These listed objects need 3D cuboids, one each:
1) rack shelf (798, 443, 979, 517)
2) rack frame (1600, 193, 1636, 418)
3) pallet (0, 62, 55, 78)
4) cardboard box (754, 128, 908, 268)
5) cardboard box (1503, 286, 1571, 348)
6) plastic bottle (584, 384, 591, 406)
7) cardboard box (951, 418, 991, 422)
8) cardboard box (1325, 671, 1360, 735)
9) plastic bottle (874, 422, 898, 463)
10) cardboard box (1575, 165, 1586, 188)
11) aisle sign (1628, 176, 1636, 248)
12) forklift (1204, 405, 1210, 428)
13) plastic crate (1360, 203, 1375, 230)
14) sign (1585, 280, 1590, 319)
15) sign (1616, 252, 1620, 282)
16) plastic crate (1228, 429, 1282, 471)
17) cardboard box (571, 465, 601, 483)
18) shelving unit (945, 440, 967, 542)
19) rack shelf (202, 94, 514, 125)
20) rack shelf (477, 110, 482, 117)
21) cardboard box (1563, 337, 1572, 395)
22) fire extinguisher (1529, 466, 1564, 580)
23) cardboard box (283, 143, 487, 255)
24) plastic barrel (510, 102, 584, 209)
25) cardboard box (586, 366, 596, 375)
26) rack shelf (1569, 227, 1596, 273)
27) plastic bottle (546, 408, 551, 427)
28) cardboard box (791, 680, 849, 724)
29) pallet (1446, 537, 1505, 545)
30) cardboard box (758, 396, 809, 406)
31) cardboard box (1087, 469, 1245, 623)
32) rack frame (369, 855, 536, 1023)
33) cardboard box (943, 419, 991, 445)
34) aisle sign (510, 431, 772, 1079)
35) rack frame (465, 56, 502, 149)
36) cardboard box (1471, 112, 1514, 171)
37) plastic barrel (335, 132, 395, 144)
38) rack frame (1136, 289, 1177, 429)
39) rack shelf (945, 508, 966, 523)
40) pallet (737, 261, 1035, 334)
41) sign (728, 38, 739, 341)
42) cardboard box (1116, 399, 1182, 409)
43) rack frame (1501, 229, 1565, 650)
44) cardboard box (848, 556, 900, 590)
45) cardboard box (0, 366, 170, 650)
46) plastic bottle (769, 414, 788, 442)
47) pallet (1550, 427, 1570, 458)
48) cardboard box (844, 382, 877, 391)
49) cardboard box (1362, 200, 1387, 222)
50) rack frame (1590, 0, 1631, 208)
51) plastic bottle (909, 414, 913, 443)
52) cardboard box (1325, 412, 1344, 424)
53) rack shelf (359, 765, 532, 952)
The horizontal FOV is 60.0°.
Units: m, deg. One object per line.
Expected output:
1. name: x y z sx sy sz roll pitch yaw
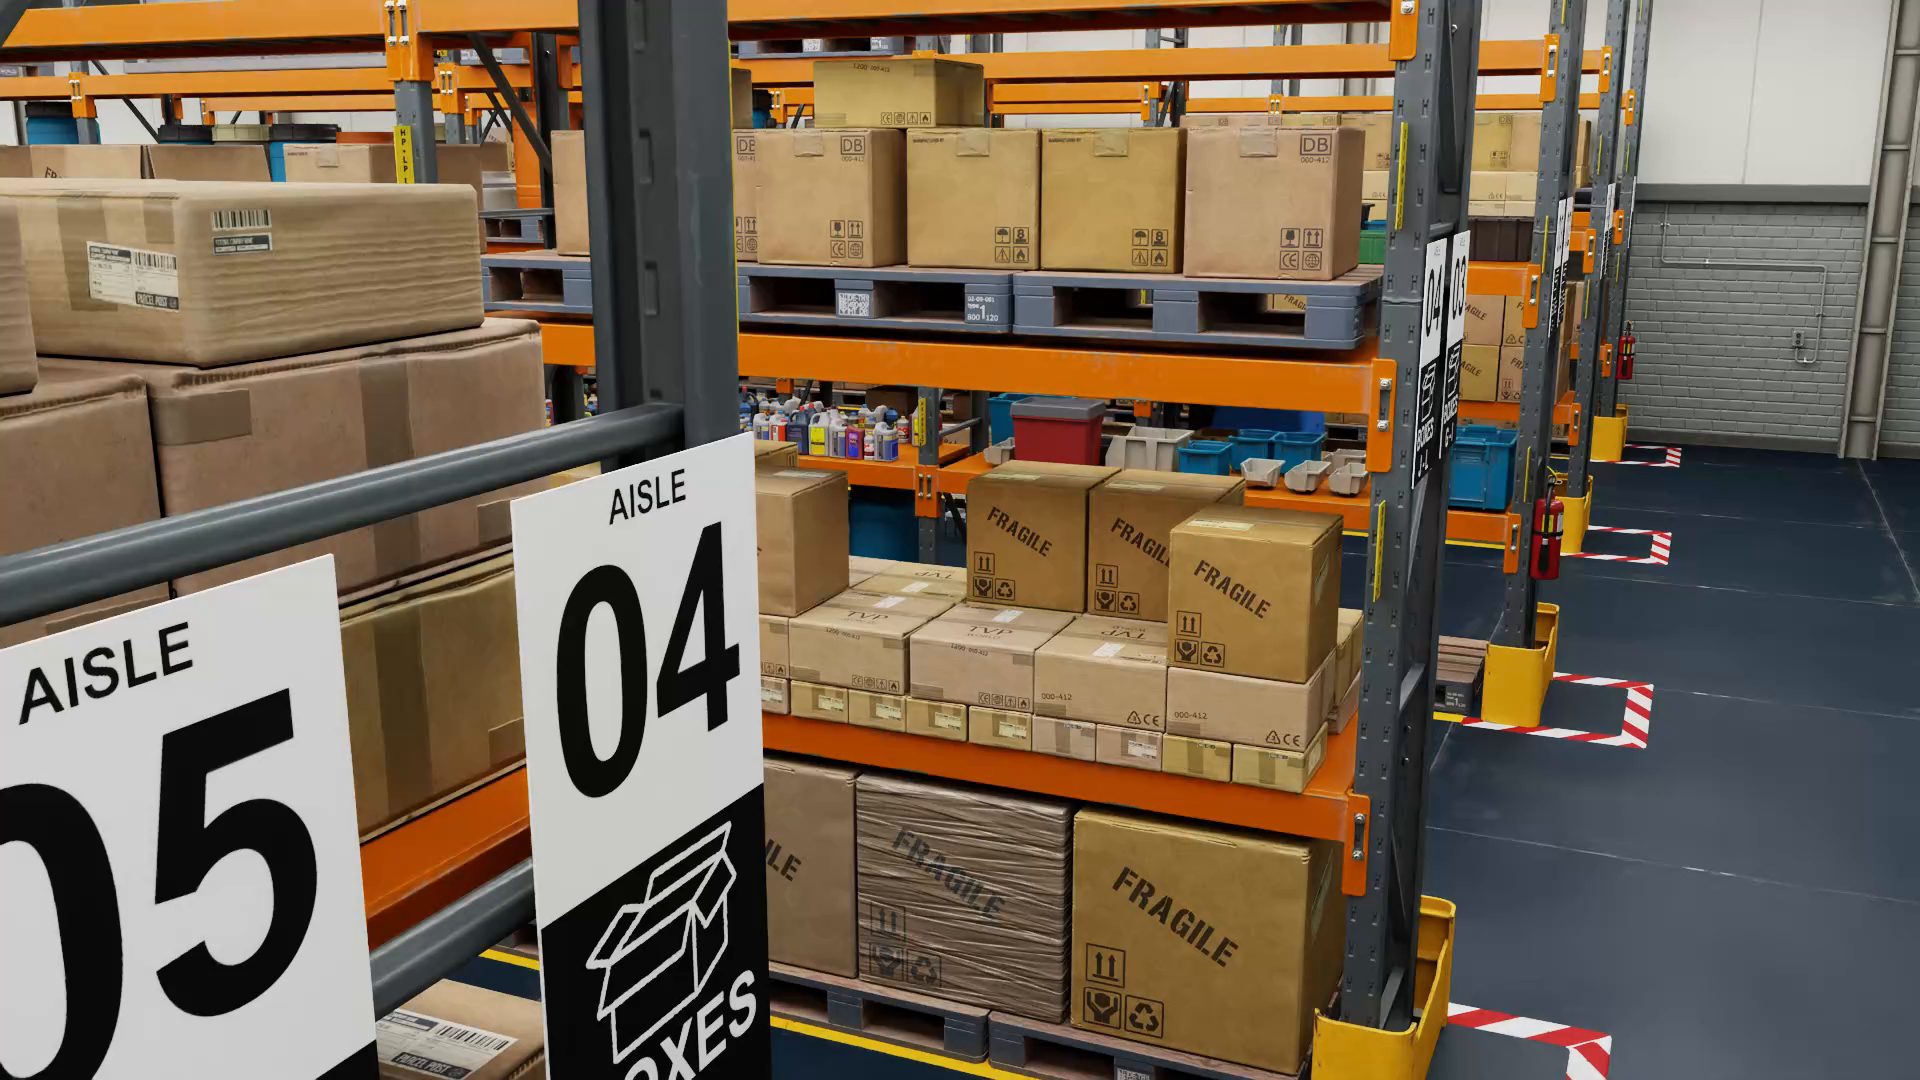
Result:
1. rack shelf: -1.866 -0.635 12.965 4.000 0.370 1.077 6 14 23
2. rack frame: 7.632 -2.499 19.335 0.127 3.000 1.000 6 14 23
3. pallet: -9.237 -4.357 15.411 1.213 0.211 1.003 6 14 23
4. cardboard box: -0.394 -1.339 6.468 0.500 0.500 0.700 6 15 26
5. cardboard box: 5.111 -1.984 14.729 0.500 0.500 0.500 6 14 23
6. plastic bottle: -3.152 -1.165 13.905 0.133 0.283 0.061 6 14 23
7. cardboard box: 0.220 -1.069 17.749 0.500 0.500 0.500 5 14 21
8. cardboard box: 1.422 0.625 6.570 0.250 0.149 0.380 6 14 24
9. plastic bottle: -0.529 -0.709 11.976 0.135 0.276 0.152 6 14 23
10. cardboard box: 6.855 -4.152 19.003 0.500 0.250 0.500 6 15 25
11. aisle sign: 7.576 -3.696 18.743 0.004 0.787 0.394 6 14 23
12. forklift: 1.589 -2.734 20.486 6.269 2.935 3.258 6 15 25
13. plastic crate: 2.334 -2.059 11.028 0.767 0.338 0.504 6 14 23
14. sign: 5.386 -2.068 14.270 0.005 0.325 0.100 6 14 23
15. sign: 7.400 -3.066 18.698 0.005 0.325 0.100 6 14 23
16. plastic crate: 2.049 -0.619 11.557 0.300 0.233 0.416 6 14 23
17. cardboard box: -1.262 -0.058 6.965 0.500 0.500 0.500 6 14 23
18. shelving unit: 0.007 -0.437 15.144 0.210 0.900 0.258 6 14 23
19. rack shelf: -7.171 -5.135 19.887 4.000 0.370 1.077 6 14 23
20. rack shelf: -5.168 -6.364 24.253 4.000 0.370 1.077 6 14 23
21. cardboard box: -0.454 -2.215 17.580 12.982 0.649 0.897 6 14 23
22. fire extinguisher: 3.573 -0.102 10.104 0.183 0.674 0.296 6 14 23
23. cardboard box: -2.578 -1.531 7.503 0.500 0.500 0.700 6 15 25
24. plastic barrel: -3.177 -2.991 13.005 0.708 0.830 0.600 6 14 23
25. cardboard box: -5.229 -2.763 24.968 0.500 0.500 0.700 5 14 20
26. rack shelf: 3.801 -2.759 15.452 4.000 0.370 1.077 6 14 23
27. plastic bottle: -3.246 -0.941 13.127 0.097 0.201 0.097 0 13 0
28. cardboard box: -0.482 0.597 6.688 0.250 0.149 0.380 5 14 22
29. pallet: -17.965 -4.455 21.102 48.037 5.999 7.867 6 14 23
30. cardboard box: -2.045 -1.453 18.749 0.500 0.311 0.500 6 15 25
31. cardboard box: 0.827 0.020 6.632 0.500 0.500 0.500 5 14 22
32. rack frame: -0.488 1.631 1.733 0.127 3.000 1.000 6 14 23
33. cardboard box: 0.032 -0.958 17.275 0.500 0.500 0.500 5 14 21
34. aisle sign: -0.300 0.310 1.674 0.004 0.787 0.394 6 14 23
35. rack frame: -5.342 -5.495 18.971 0.127 3.000 1.000 6 14 23
36. cardboard box: 4.730 -3.568 14.916 0.500 0.500 0.700 6 14 23
37. plastic barrel: -4.956 -3.022 14.054 0.708 0.830 0.600 6 14 23
38. rack frame: 1.972 -1.834 16.502 0.127 3.000 1.000 6 14 23
39. rack shelf: 0.007 -0.230 15.193 0.200 0.077 0.258 6 14 23
40. pallet: -0.189 -0.992 6.538 1.213 0.211 1.003 6 14 23
41. sign: -0.268 -0.368 1.773 0.005 0.325 0.100 6 14 23
42. cardboard box: 2.514 -2.142 21.598 0.750 0.750 0.750 6 15 25
43. rack frame: 3.619 -0.430 10.517 0.127 3.000 1.000 6 14 23
44. cardboard box: -0.593 0.243 7.325 0.500 0.250 0.500 6 15 24
45. cardboard box: -1.012 0.011 1.305 0.500 0.250 0.500 5 14 21
46. plastic bottle: -1.324 -0.789 12.319 0.135 0.276 0.152 6 14 23
47. pallet: 6.869 -1.199 19.899 1.213 0.211 1.003 6 14 23
48. cardboard box: -1.251 -2.405 23.440 0.500 0.500 0.700 6 14 23
49. cardboard box: 3.687 -2.986 15.171 0.500 0.250 0.500 6 14 23
50. rack frame: 5.629 -4.385 14.239 0.127 3.000 1.000 6 14 23
51. plastic bottle: -0.322 -0.879 12.684 0.133 0.283 0.061 6 14 23
52. cardboard box: 4.617 -1.766 20.764 0.500 0.500 0.700 6 14 24
53. rack shelf: -2.317 0.336 2.261 4.000 0.370 1.077 6 14 23
